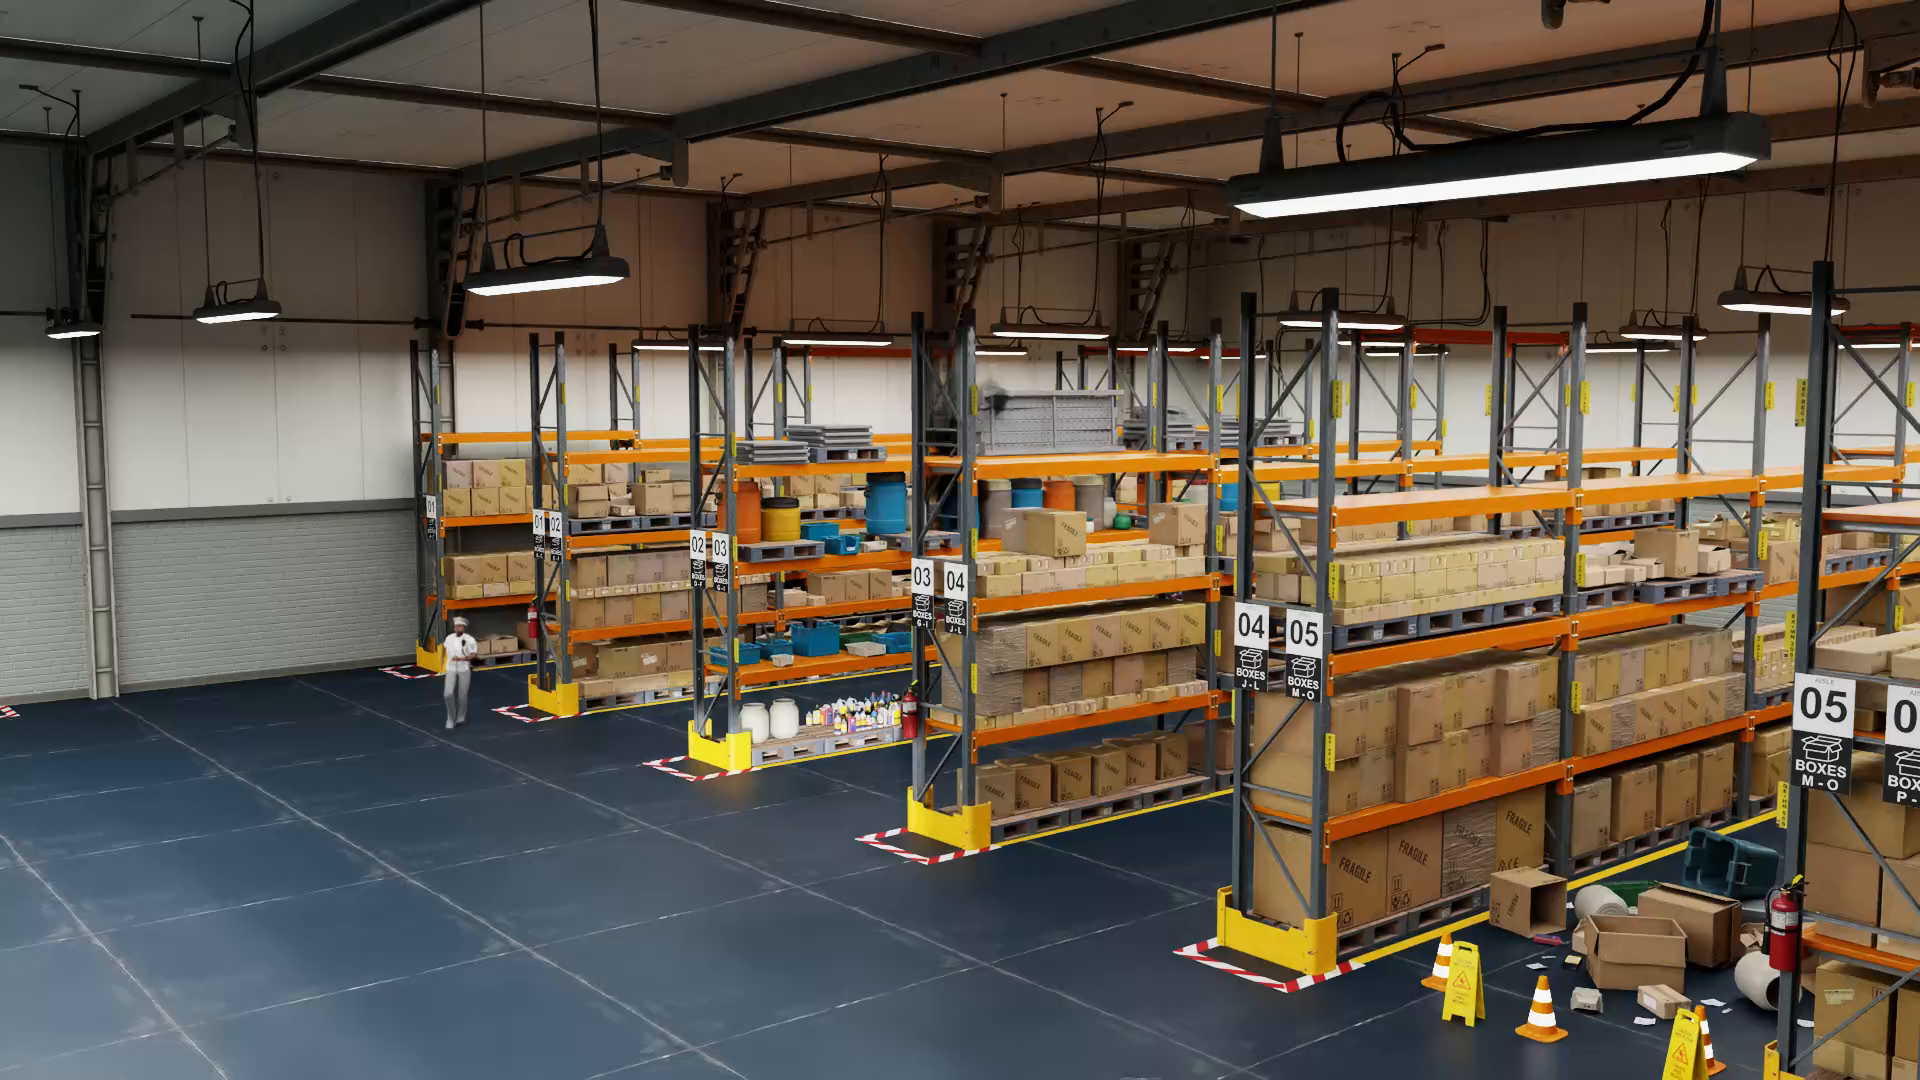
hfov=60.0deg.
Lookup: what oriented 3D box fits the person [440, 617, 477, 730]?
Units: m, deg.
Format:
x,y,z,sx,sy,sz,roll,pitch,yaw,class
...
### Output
x,y,z,sx,sy,sz,roll,pitch,yaw,class
-7.591,2.005,25.192,0.564,1.714,0.668,-1,5,-8,person
